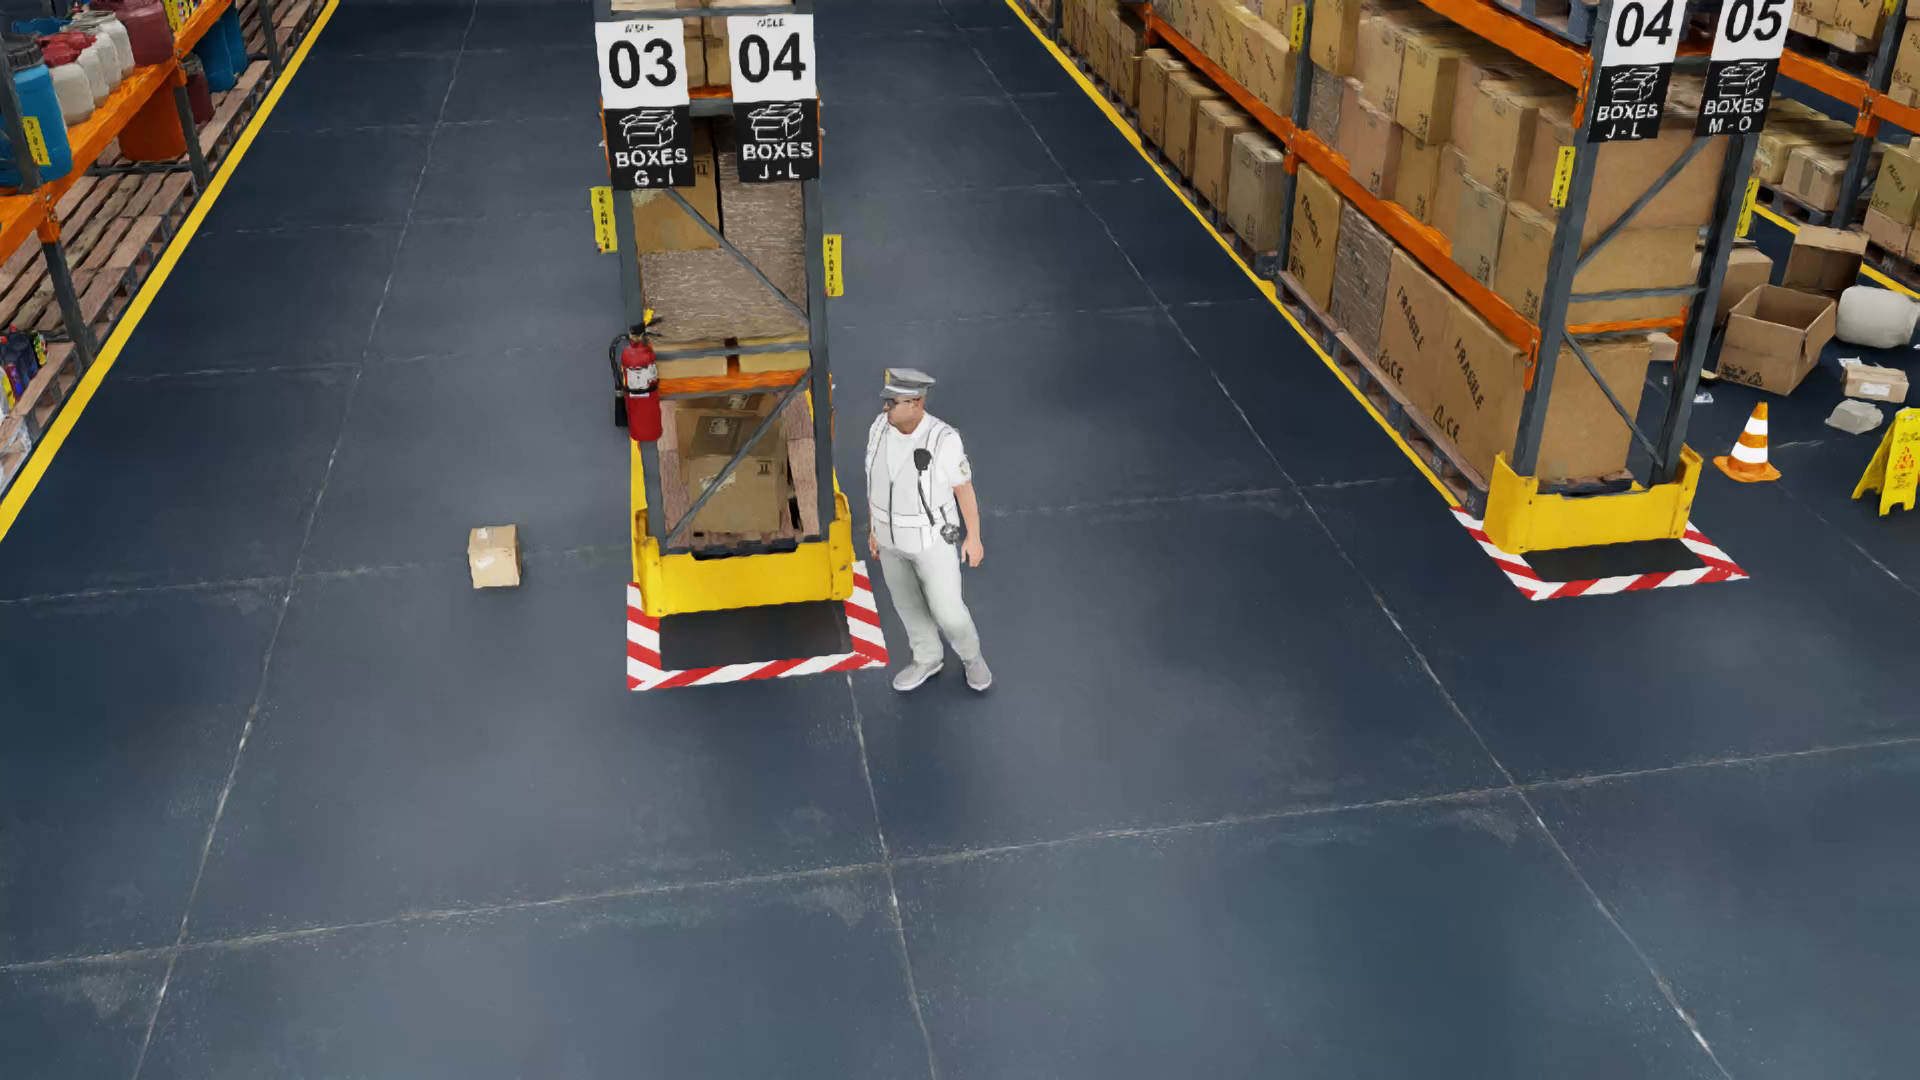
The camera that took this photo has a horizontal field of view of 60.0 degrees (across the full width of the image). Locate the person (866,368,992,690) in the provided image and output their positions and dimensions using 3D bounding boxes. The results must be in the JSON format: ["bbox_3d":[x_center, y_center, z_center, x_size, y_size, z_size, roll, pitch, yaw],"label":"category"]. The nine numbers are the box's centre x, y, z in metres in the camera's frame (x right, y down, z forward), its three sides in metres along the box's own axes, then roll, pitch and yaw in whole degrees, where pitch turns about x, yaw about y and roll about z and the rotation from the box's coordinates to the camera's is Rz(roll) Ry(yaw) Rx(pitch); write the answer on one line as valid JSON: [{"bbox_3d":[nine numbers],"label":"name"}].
[{"bbox_3d":[-0.155,-0.042,8.183,0.655,1.755,0.501,16,34,26],"label":"person"}]
